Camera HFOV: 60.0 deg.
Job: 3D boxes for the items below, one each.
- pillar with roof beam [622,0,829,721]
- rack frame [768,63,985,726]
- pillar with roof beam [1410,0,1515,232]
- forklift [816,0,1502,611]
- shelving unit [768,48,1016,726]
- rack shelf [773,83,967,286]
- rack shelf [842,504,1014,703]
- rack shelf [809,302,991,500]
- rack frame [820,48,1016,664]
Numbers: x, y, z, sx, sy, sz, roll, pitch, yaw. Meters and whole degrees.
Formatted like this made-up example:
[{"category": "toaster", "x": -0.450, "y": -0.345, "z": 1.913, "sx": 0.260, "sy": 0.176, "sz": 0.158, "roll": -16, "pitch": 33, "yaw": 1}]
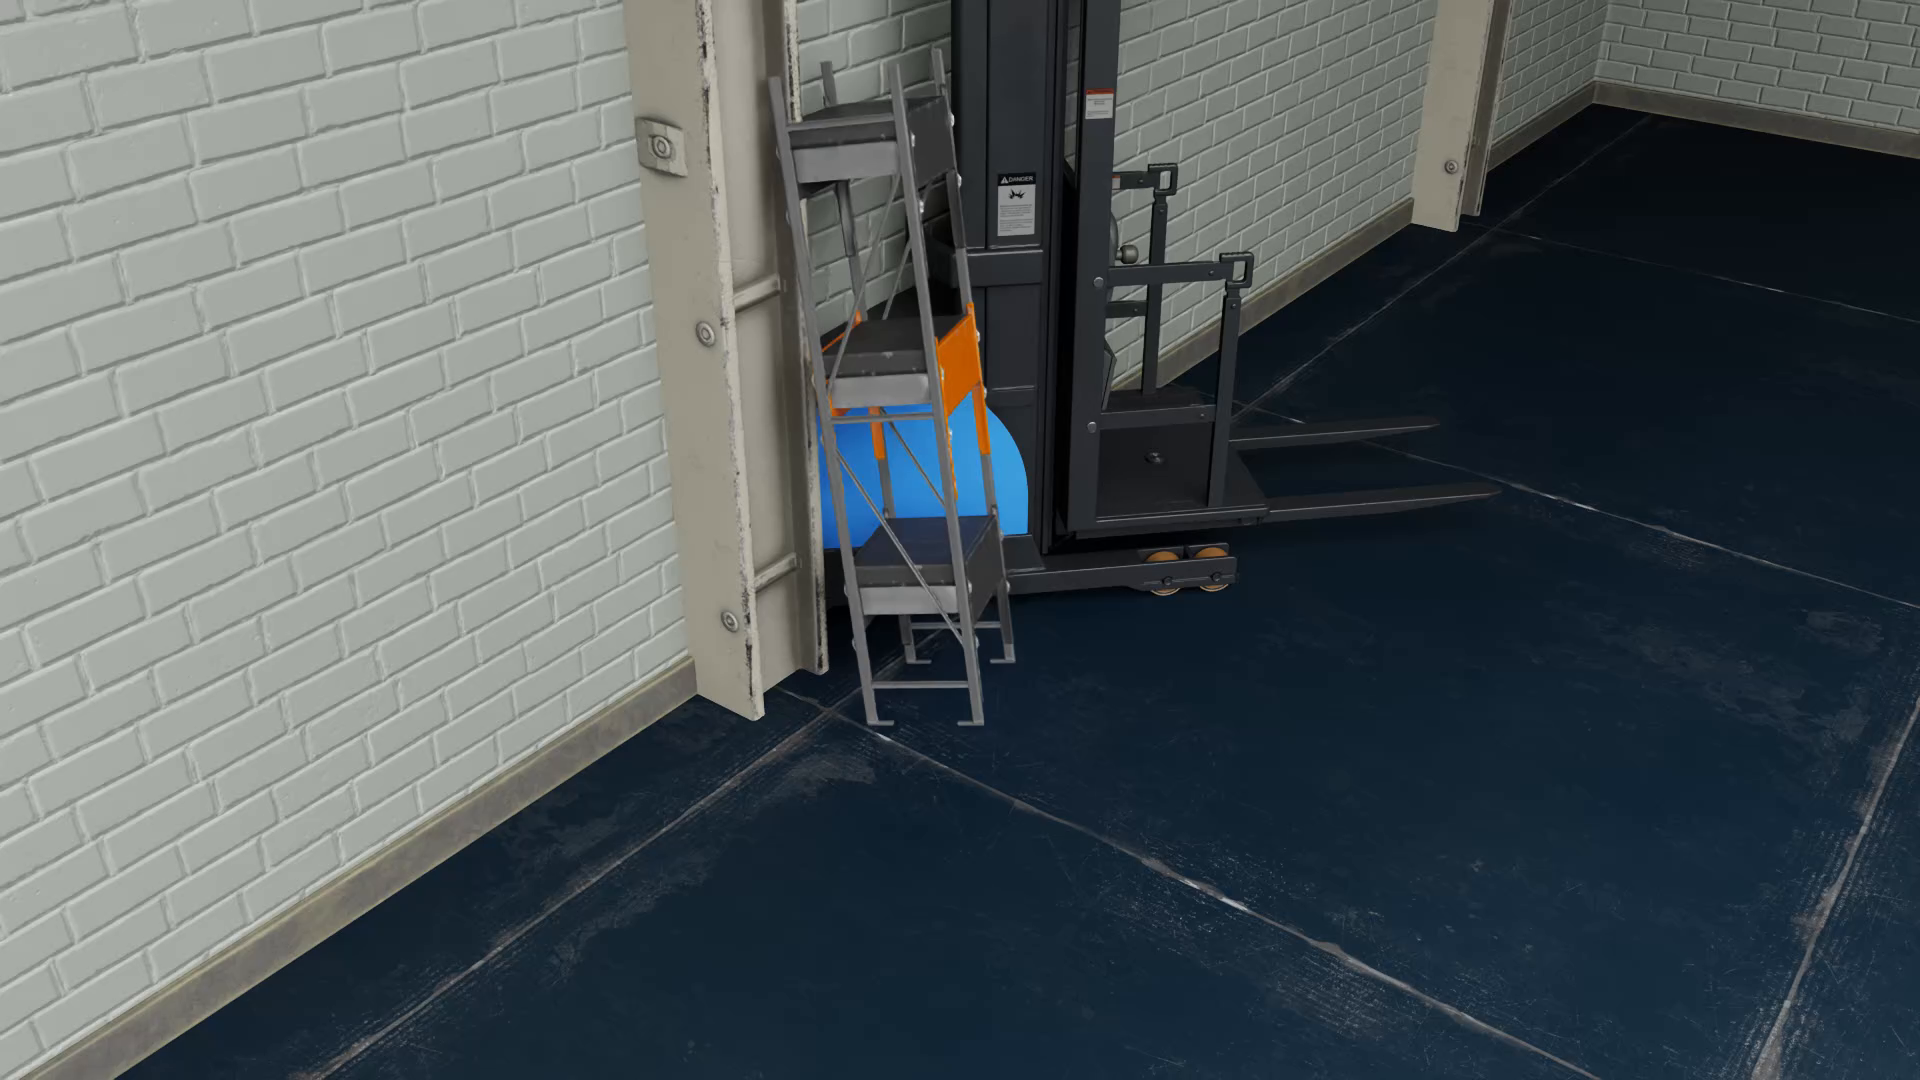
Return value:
[{"category": "pillar with roof beam", "x": 2.725, "y": -2.052, "z": 1.386, "sx": 9.100, "sy": 9.000, "sz": 0.400, "roll": 21, "pitch": 37, "yaw": 31}, {"category": "rack frame", "x": -0.240, "y": -0.372, "z": 5.144, "sx": 0.400, "sy": 2.100, "sz": 0.015, "roll": -2, "pitch": 20, "yaw": 15}, {"category": "pillar with roof beam", "x": 6.346, "y": -4.491, "z": 5.501, "sx": 9.100, "sy": 9.000, "sz": 0.400, "roll": 21, "pitch": 37, "yaw": 31}, {"category": "forklift", "x": 0.619, "y": -1.310, "z": 6.086, "sx": 3.031, "sy": 2.935, "sz": 1.130, "roll": -5, "pitch": 31, "yaw": -8}, {"category": "shelving unit", "x": -0.182, "y": -0.458, "z": 5.365, "sx": 0.431, "sy": 2.100, "sz": 0.503, "roll": -2, "pitch": 20, "yaw": 15}, {"category": "rack shelf", "x": -0.264, "y": -1.100, "z": 5.136, "sx": 0.431, "sy": 0.518, "sz": 0.480, "roll": -2, "pitch": 20, "yaw": 15}, {"category": "rack shelf", "x": -0.096, "y": 0.209, "z": 5.603, "sx": 0.431, "sy": 0.518, "sz": 0.480, "roll": -2, "pitch": 20, "yaw": 15}, {"category": "rack shelf", "x": -0.180, "y": -0.445, "z": 5.369, "sx": 0.431, "sy": 0.518, "sz": 0.480, "roll": -2, "pitch": 20, "yaw": 15}, {"category": "rack frame", "x": -0.124, "y": -0.544, "z": 5.586, "sx": 0.400, "sy": 2.100, "sz": 0.015, "roll": -2, "pitch": 20, "yaw": 15}]
